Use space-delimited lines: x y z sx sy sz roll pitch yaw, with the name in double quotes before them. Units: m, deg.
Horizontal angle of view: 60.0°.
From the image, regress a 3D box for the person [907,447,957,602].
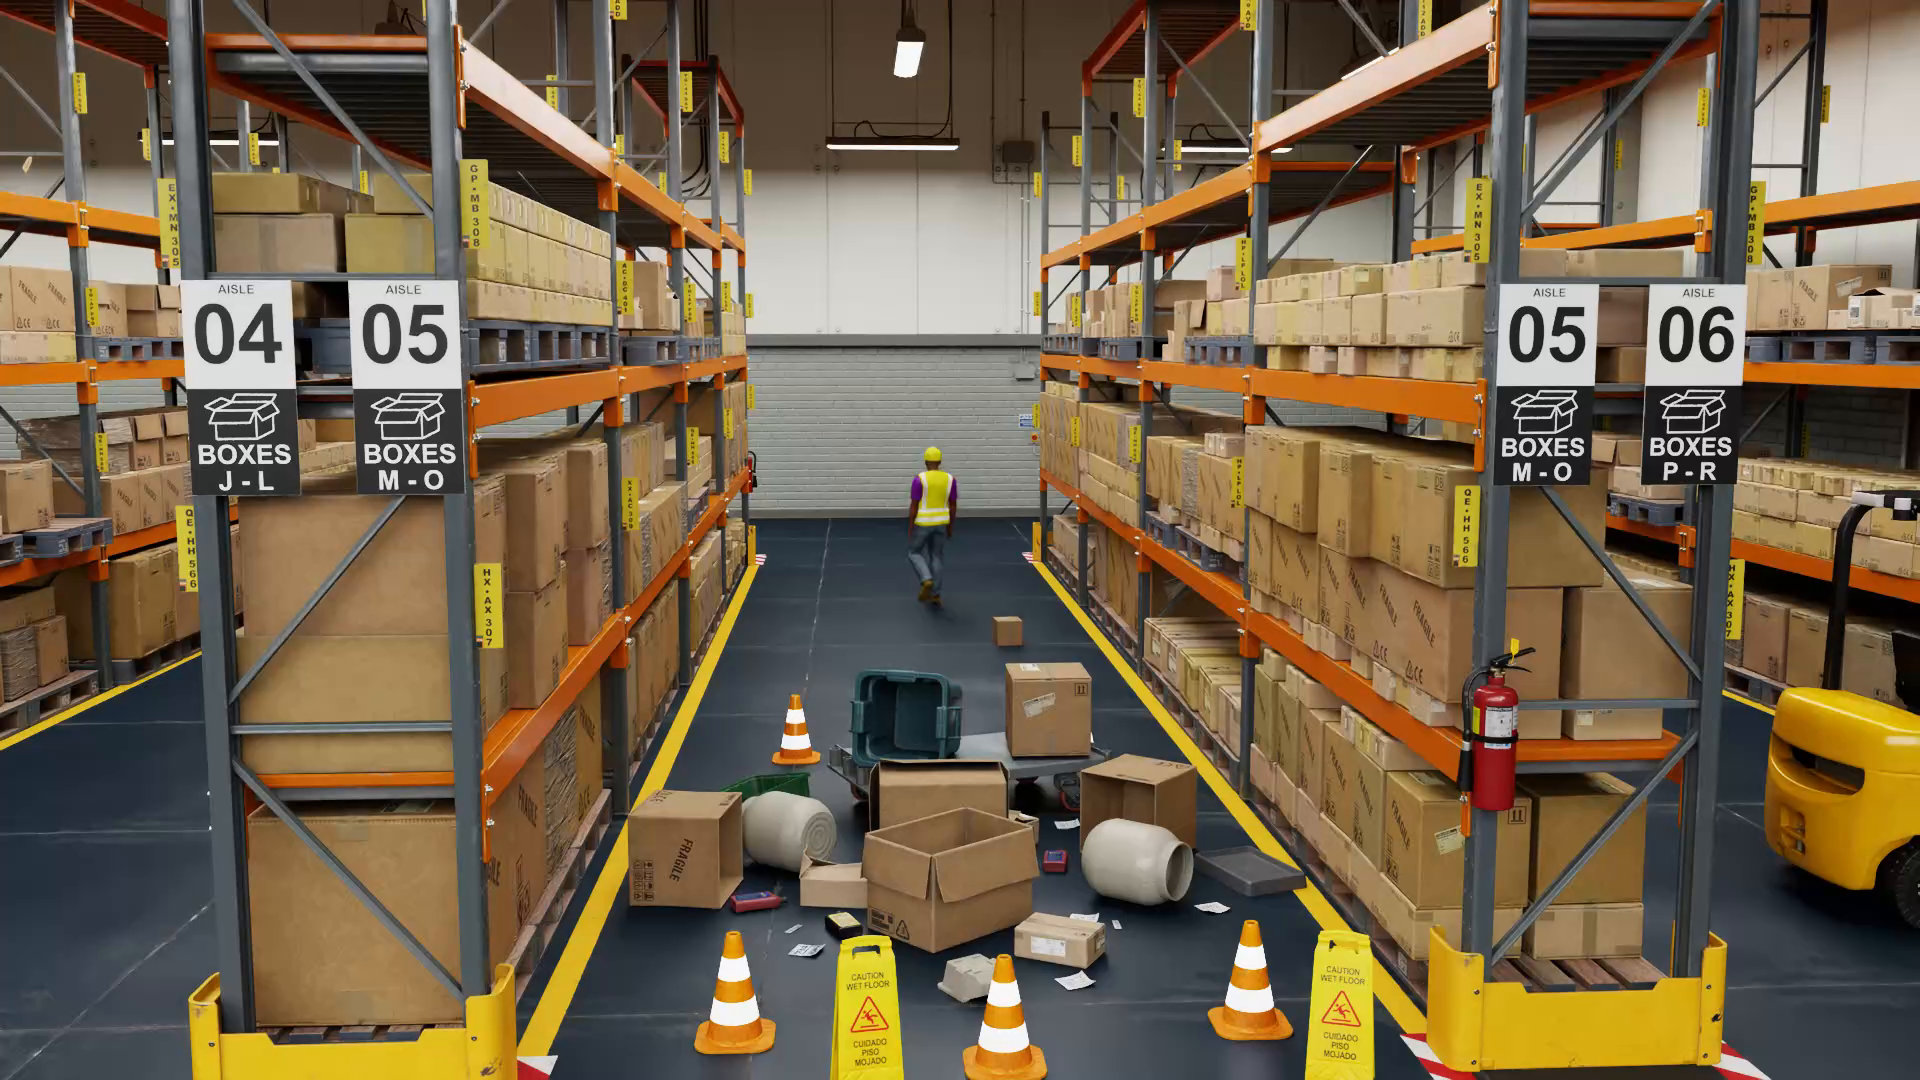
"person" -0.336 -0.182 18.899 0.599 1.759 0.471 -3 7 -23
